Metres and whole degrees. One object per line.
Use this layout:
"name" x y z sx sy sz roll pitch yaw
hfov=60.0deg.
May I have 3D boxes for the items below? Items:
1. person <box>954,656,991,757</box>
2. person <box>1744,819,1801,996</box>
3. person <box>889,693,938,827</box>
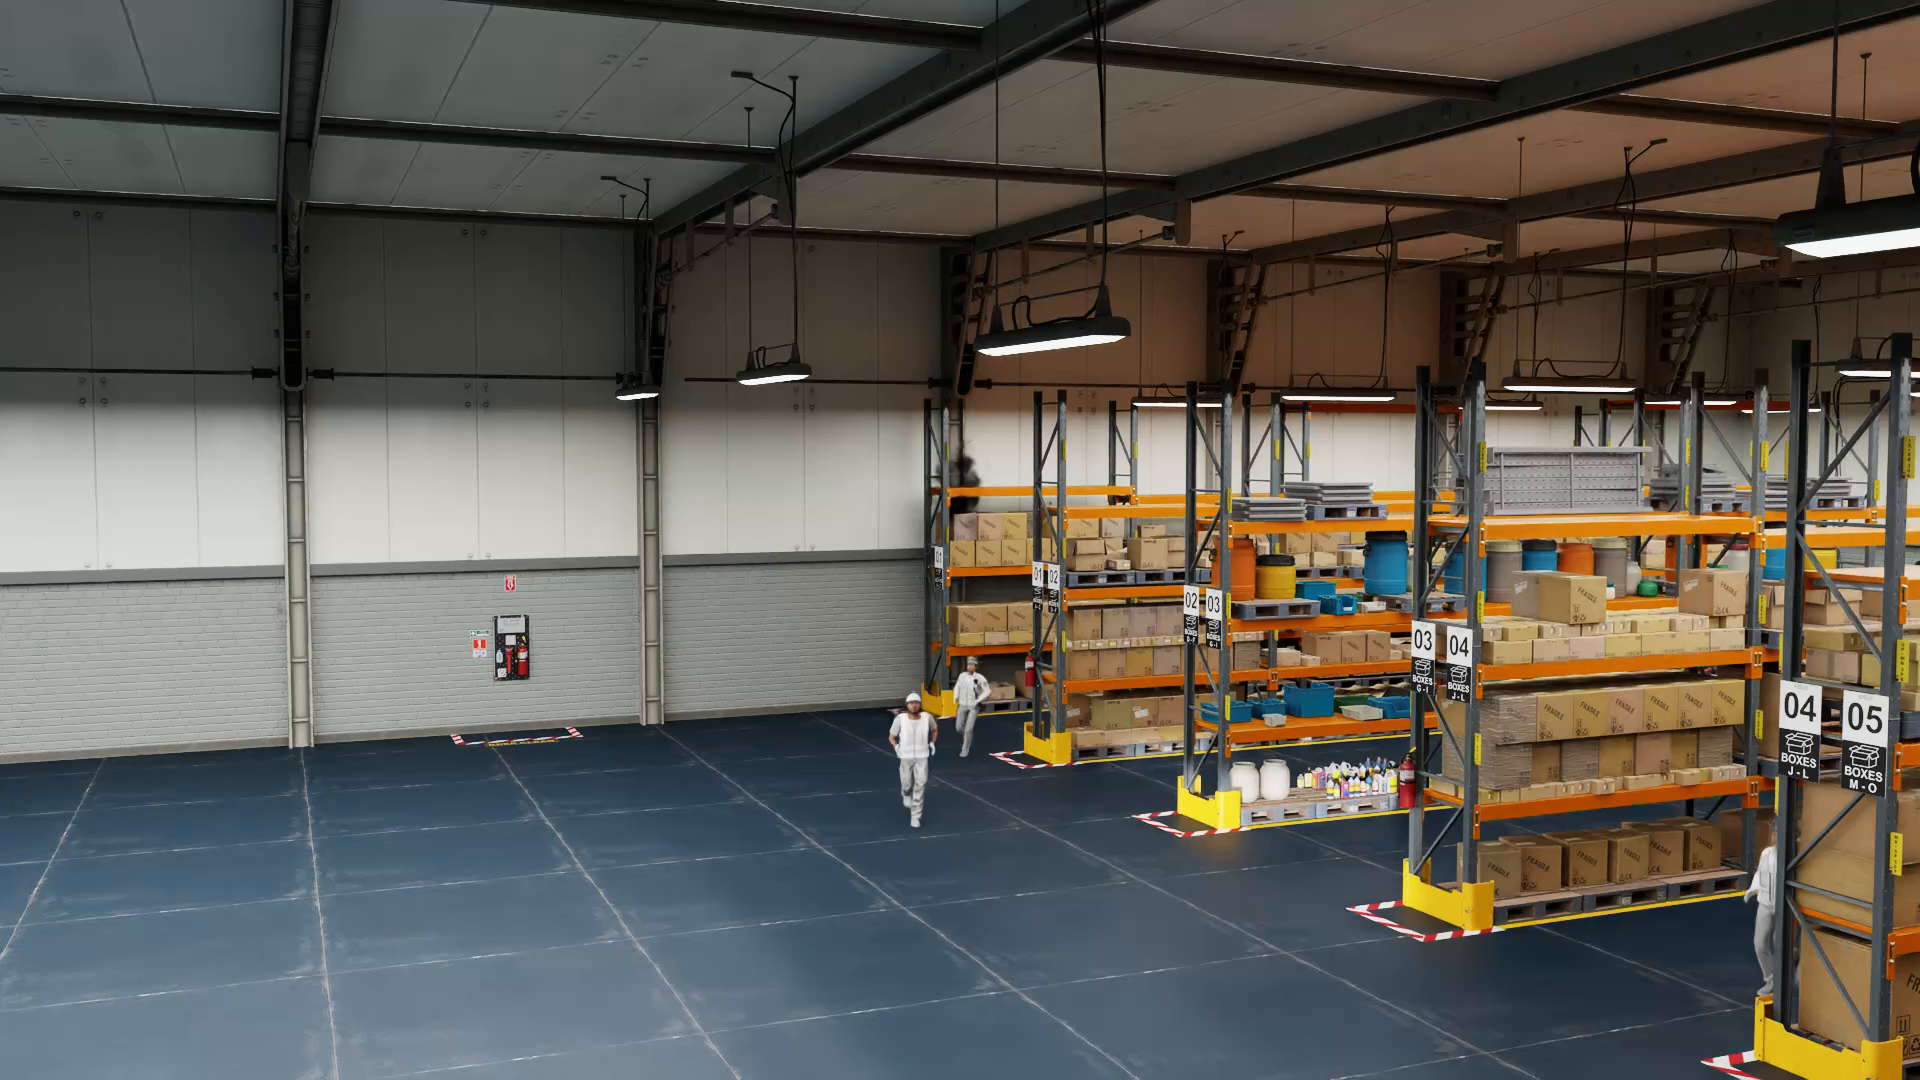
"person" 0.198 2.730 27.478 0.641 1.657 0.535 1 4 22
"person" 7.682 3.420 15.557 0.589 1.647 0.615 -2 4 -30
"person" -0.622 2.957 22.608 0.682 1.766 0.856 0 3 -5
